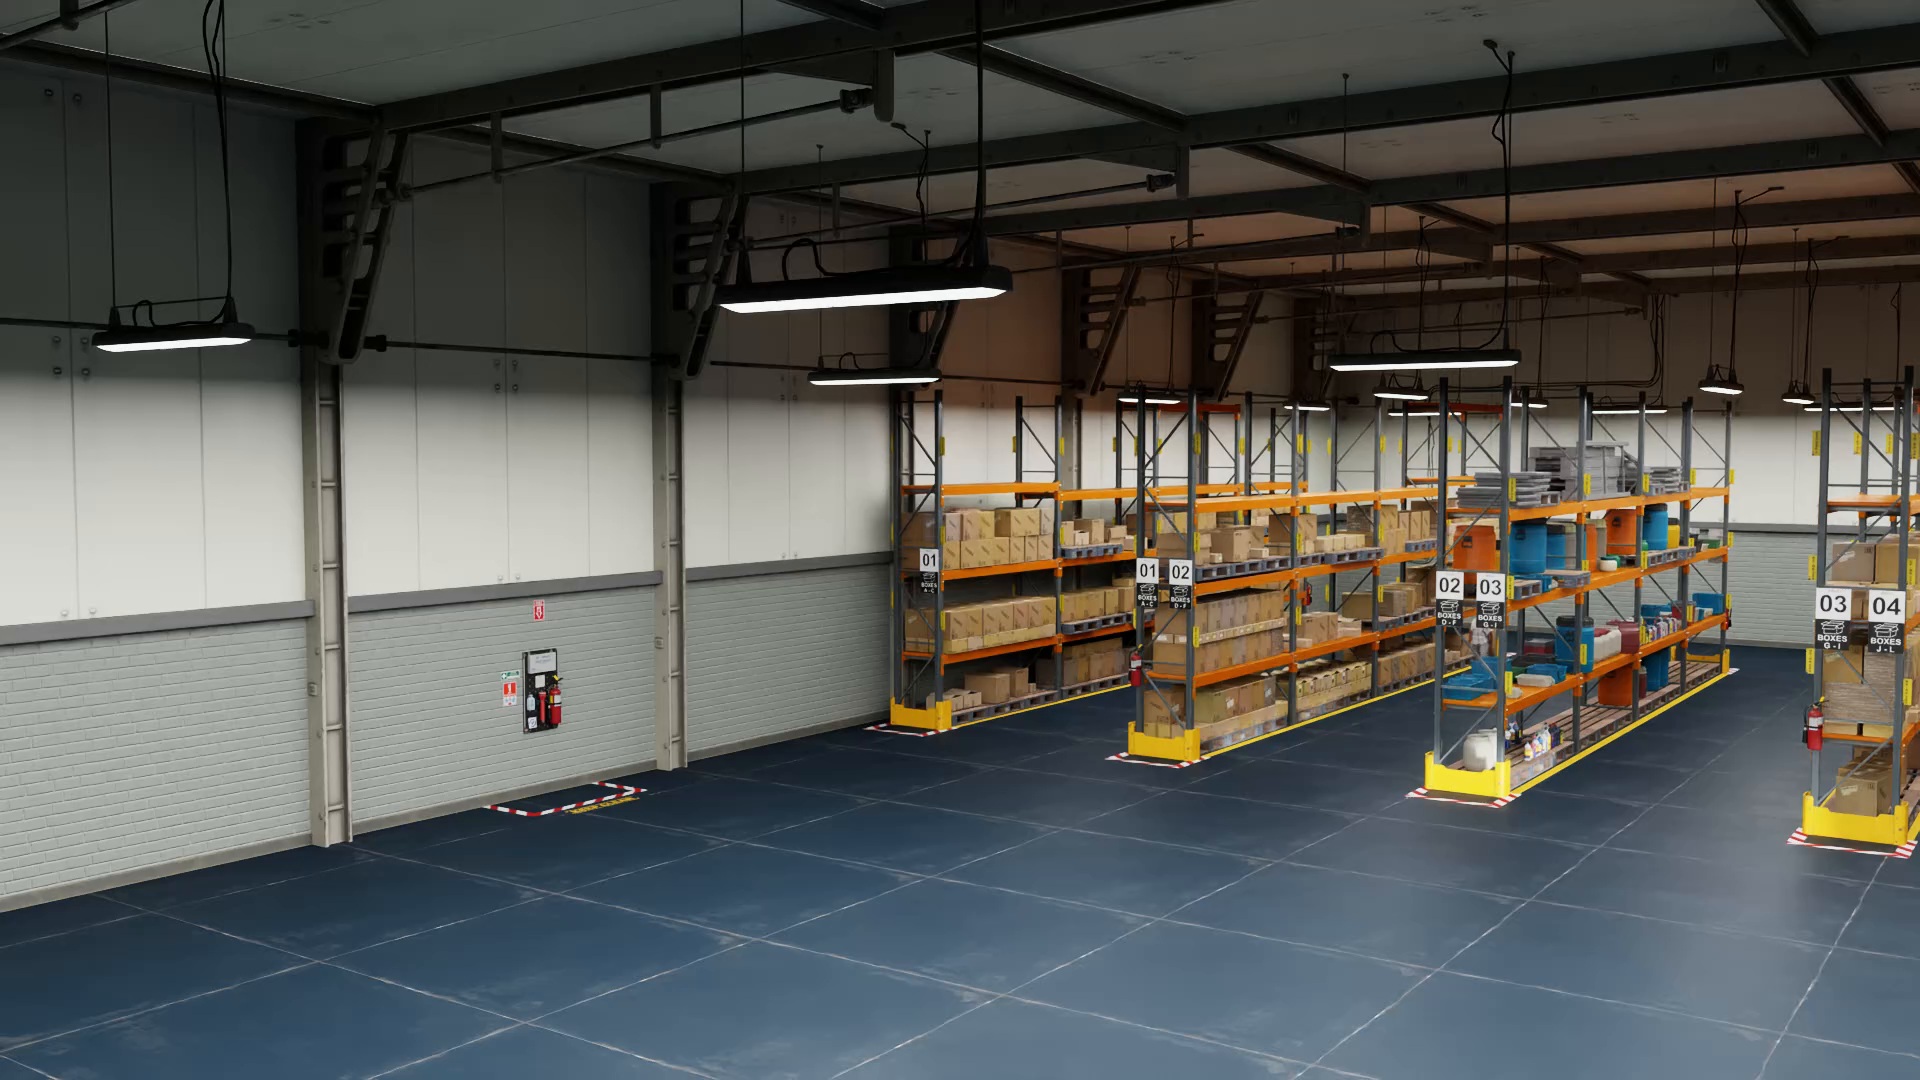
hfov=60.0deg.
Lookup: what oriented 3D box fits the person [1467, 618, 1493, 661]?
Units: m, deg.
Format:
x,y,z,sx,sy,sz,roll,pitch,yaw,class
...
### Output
x,y,z,sx,sy,sz,roll,pitch,yaw,class
11.036,2.186,35.214,0.486,1.622,1.045,2,4,36,person
